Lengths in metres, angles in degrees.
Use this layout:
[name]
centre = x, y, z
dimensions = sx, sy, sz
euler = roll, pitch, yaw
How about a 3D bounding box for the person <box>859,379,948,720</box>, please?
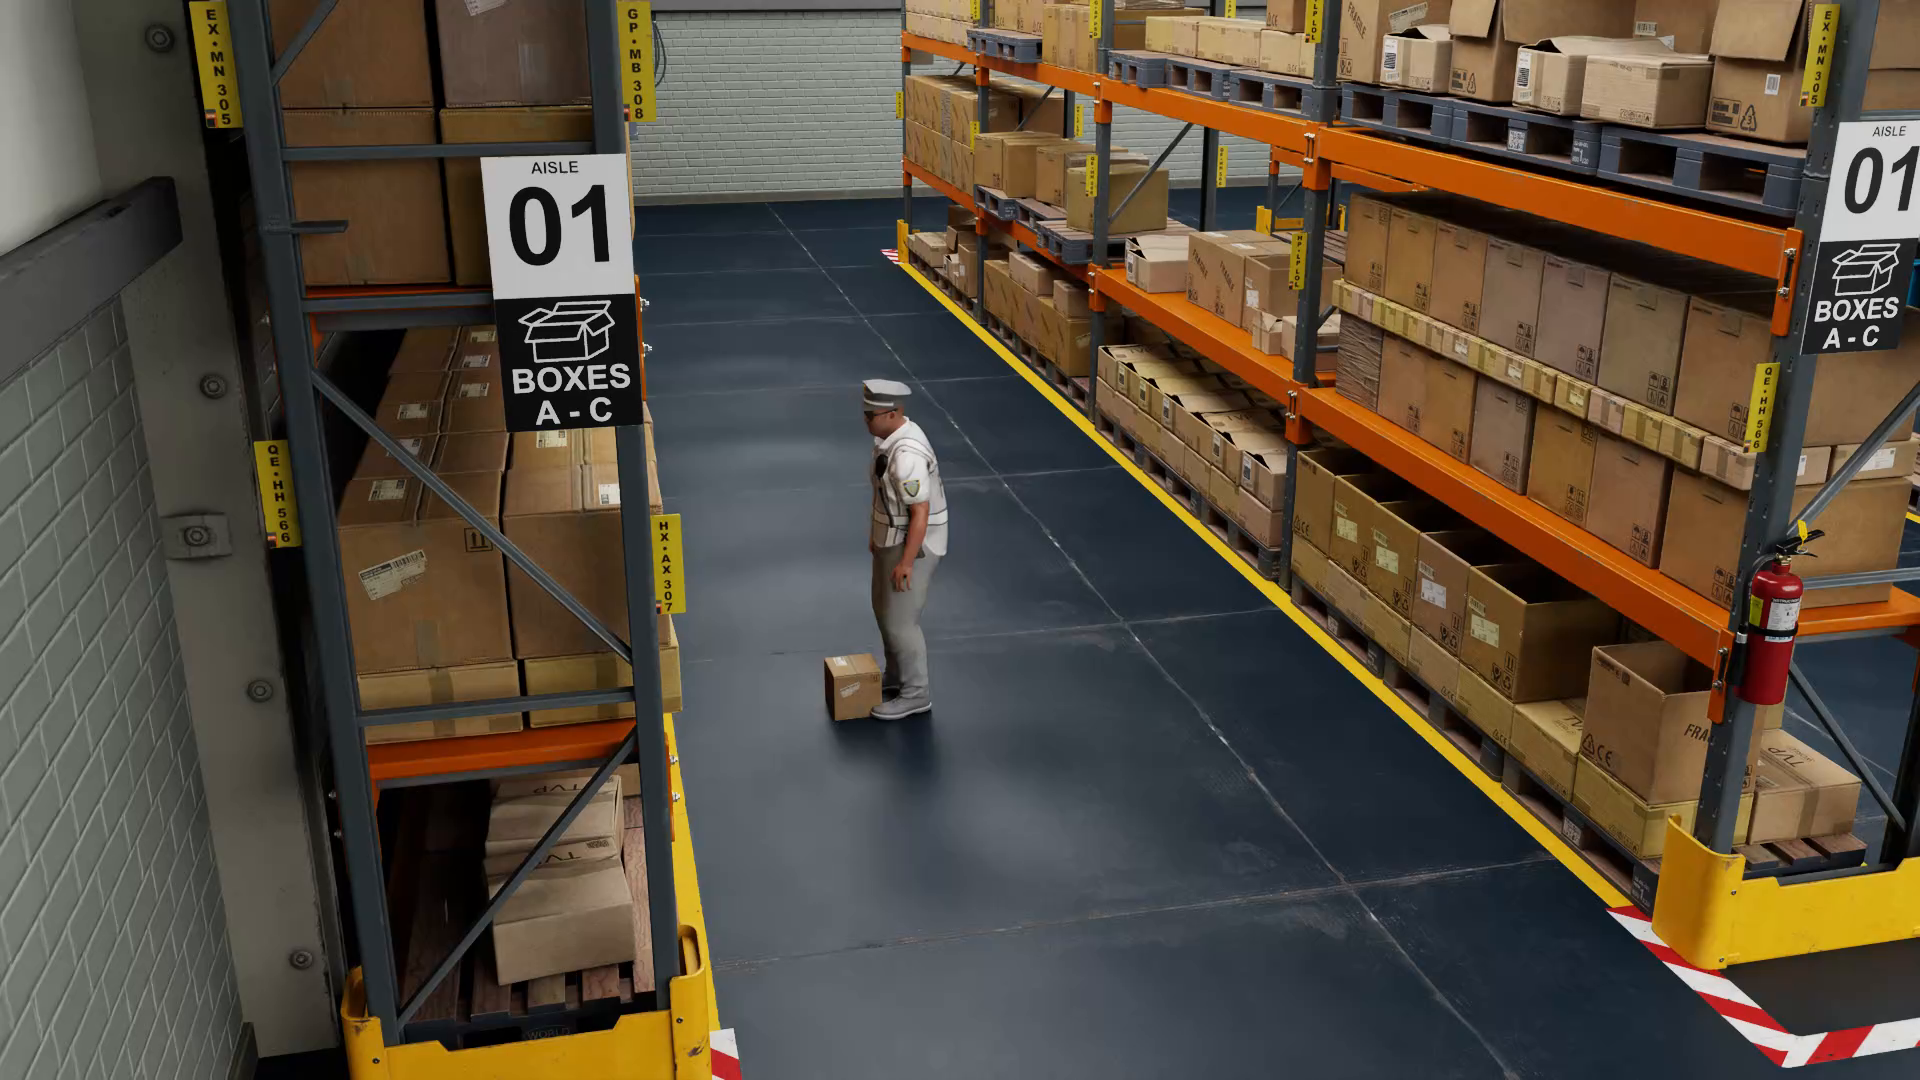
[person]
centre = -0.292, 0.032, 8.467
dimensions = 0.429, 1.749, 0.600
euler = -5, 20, -14
